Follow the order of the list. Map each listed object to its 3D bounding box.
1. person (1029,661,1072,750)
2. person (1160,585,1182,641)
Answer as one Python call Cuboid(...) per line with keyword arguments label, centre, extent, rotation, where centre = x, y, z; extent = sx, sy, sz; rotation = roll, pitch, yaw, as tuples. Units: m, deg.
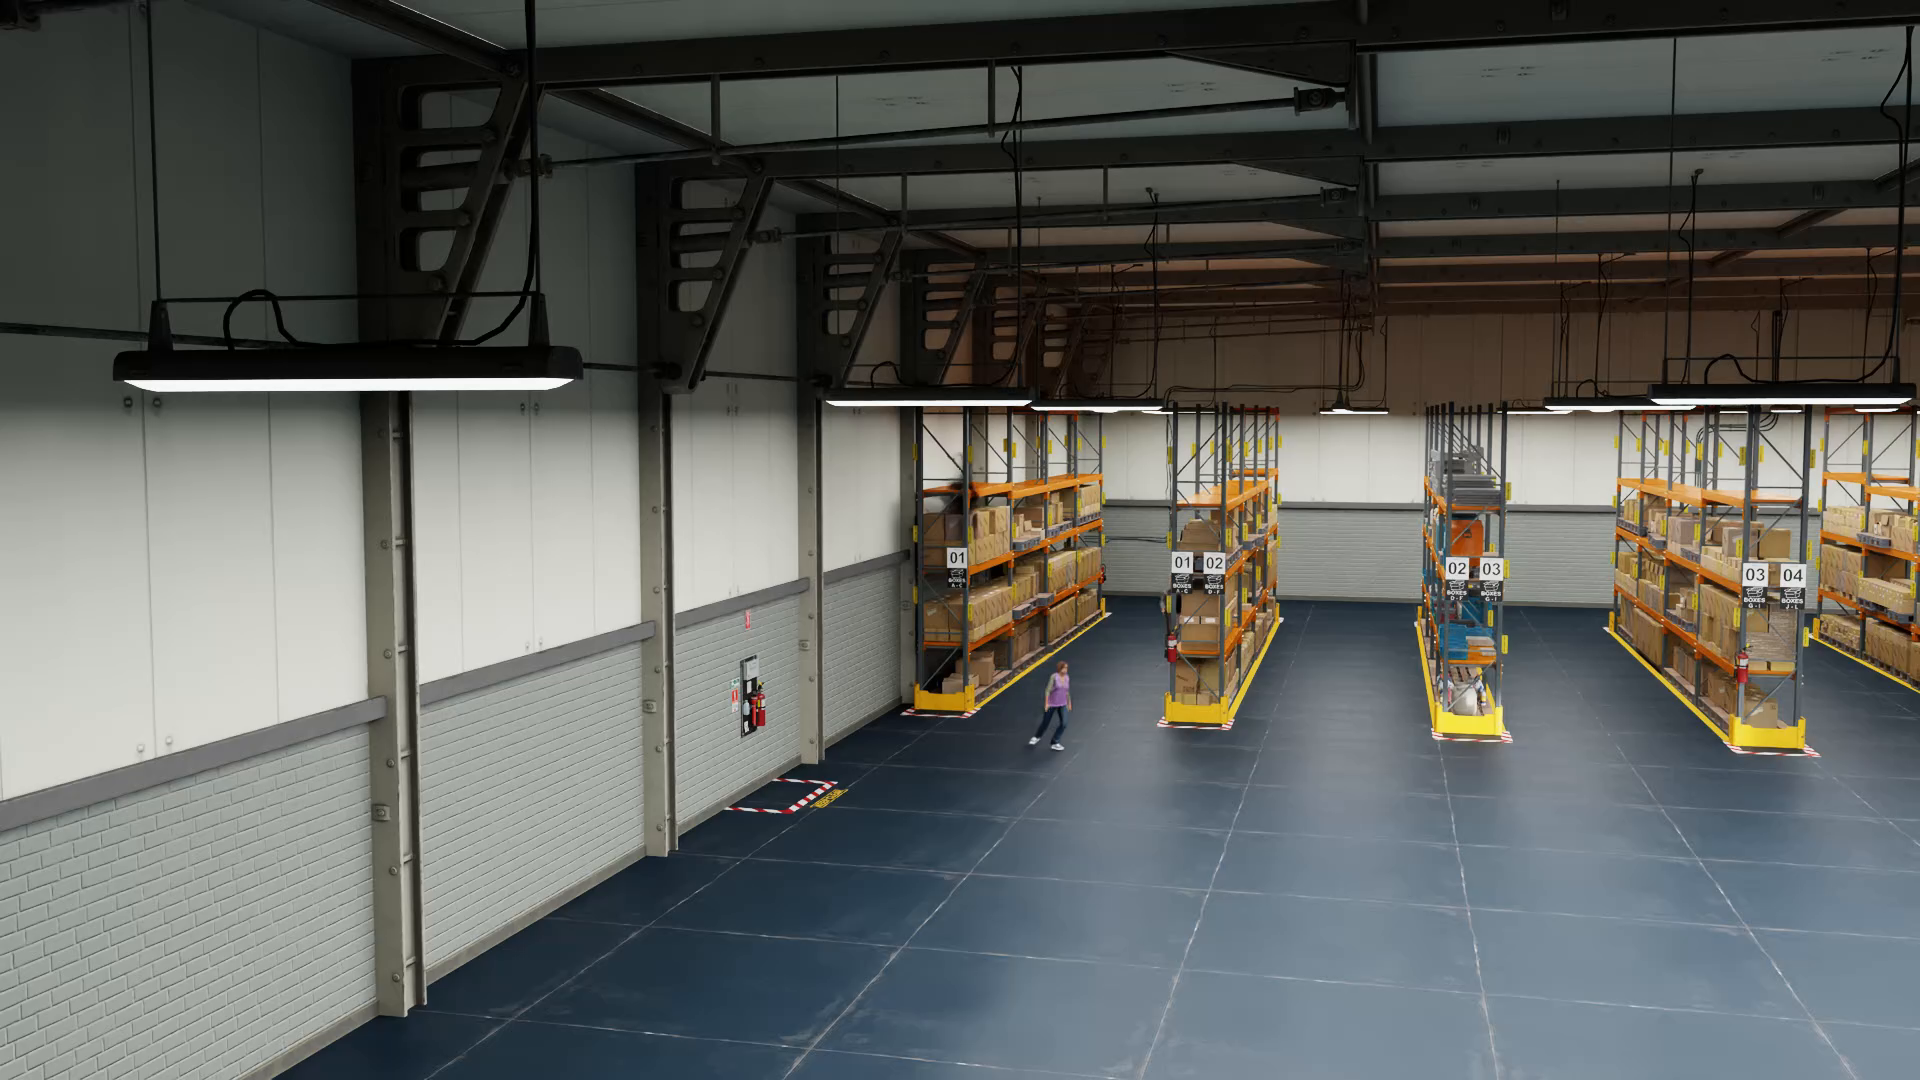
Cuboid(label="person", centre=(1.589, 2.839, 28.696), extent=(0.654, 1.505, 0.622), rotation=(-2, 5, -23))
Cuboid(label="person", centre=(5.330, 1.839, 41.497), extent=(0.671, 1.677, 0.622), rotation=(0, 4, 1))
